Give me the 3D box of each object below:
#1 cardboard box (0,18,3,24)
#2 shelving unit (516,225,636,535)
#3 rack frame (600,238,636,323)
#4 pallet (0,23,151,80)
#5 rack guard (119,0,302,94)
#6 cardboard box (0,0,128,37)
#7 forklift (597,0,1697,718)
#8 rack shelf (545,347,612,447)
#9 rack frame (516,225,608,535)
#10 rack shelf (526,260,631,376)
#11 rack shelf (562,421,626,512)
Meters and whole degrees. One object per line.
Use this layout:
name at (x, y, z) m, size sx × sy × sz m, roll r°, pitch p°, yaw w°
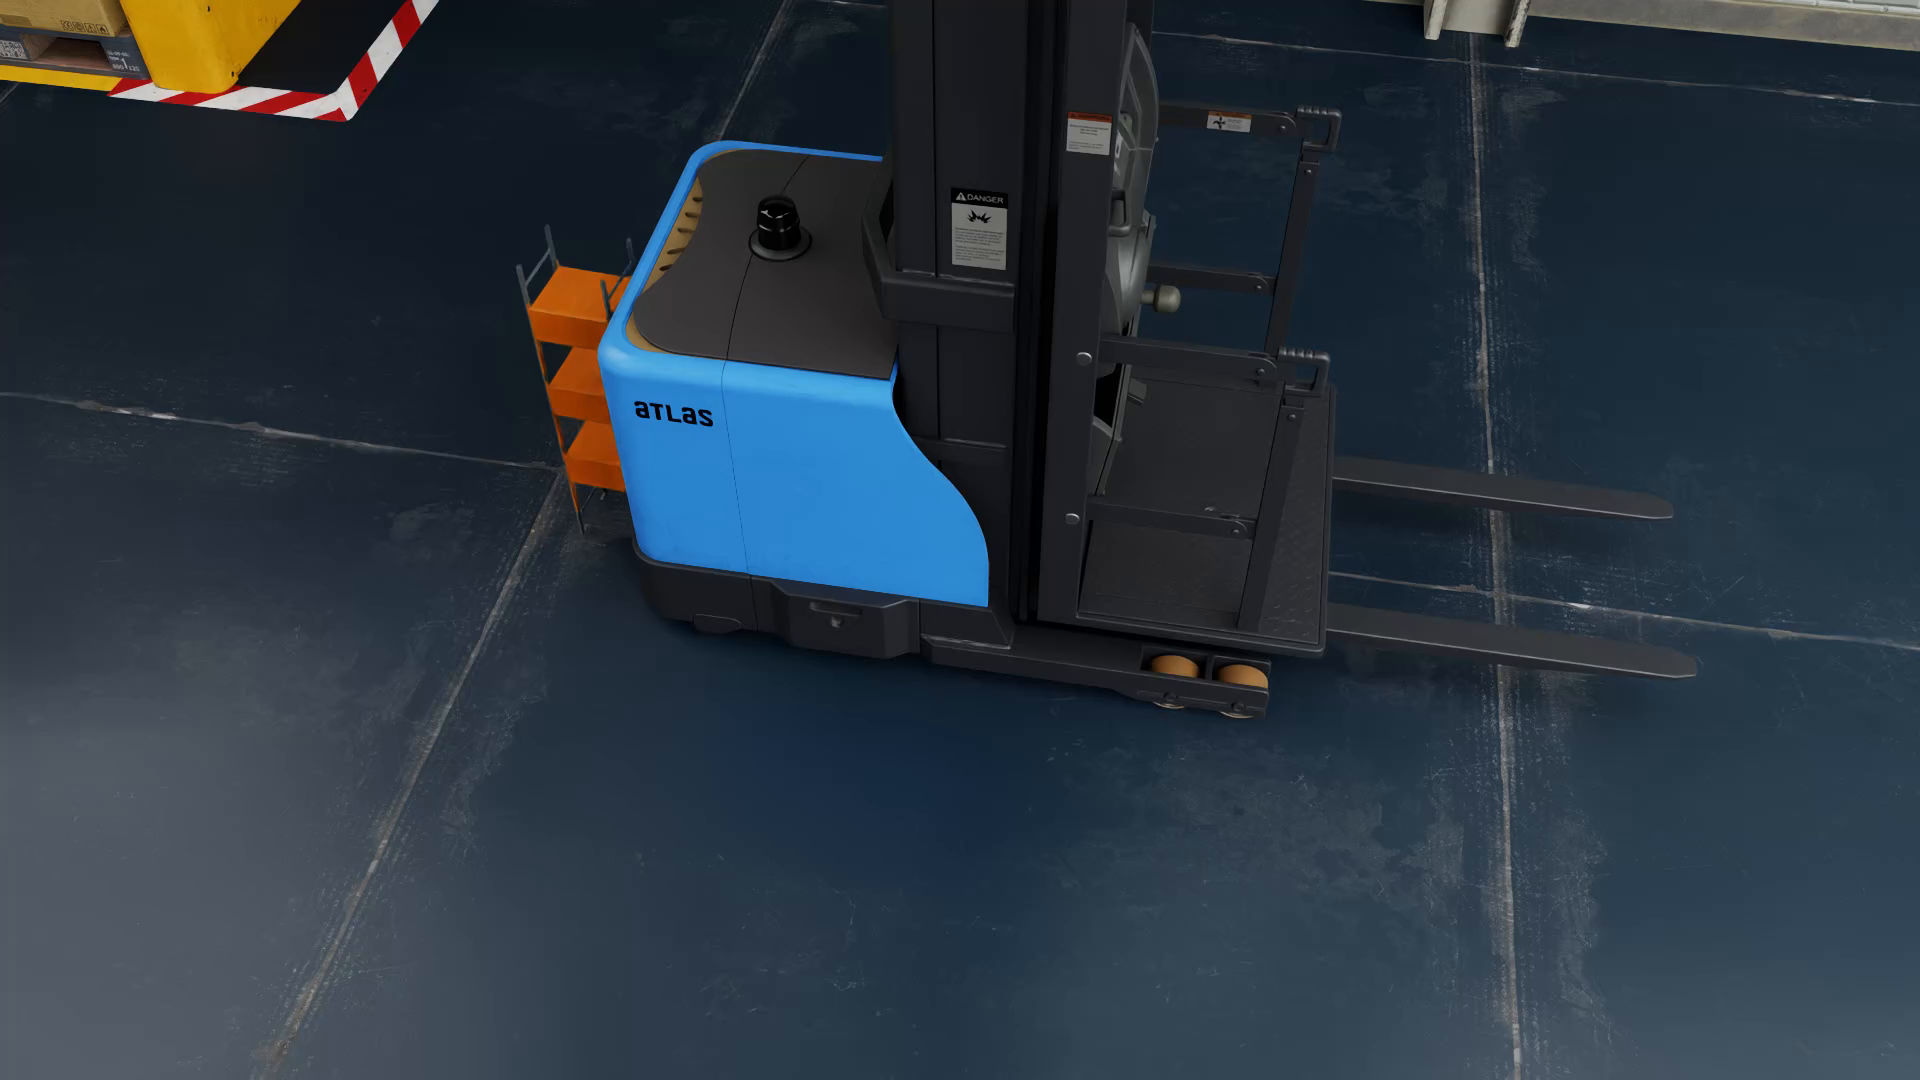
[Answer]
cardboard box at (-4.152, -2.428, 6.982) m, size 0.500 × 0.250 × 0.500 m, roll 8°, pitch 49°, yaw 7°
shelving unit at (-1.053, -0.424, 4.921) m, size 0.252 × 1.050 × 0.215 m, roll 11°, pitch 48°, yaw 10°
rack frame at (-0.935, -0.402, 4.900) m, size 0.008 × 1.050 × 0.200 m, roll 11°, pitch 48°, yaw 10°
pallet at (-3.905, -2.442, 7.302) m, size 1.213 × 0.211 × 1.003 m, roll 8°, pitch 49°, yaw 7°
rack guard at (-3.122, -2.465, 7.129) m, size 0.348 × 0.500 × 1.175 m, roll 8°, pitch 49°, yaw 7°
cardboard box at (-3.664, -2.356, 6.916) m, size 0.500 × 0.250 × 0.500 m, roll 8°, pitch 49°, yaw 7°
forklift at (0.614, -0.897, 4.086) m, size 3.031 × 2.935 × 1.130 m, roll 8°, pitch 49°, yaw 7°
rack shelf at (-1.053, -0.417, 4.929) m, size 0.240 × 0.259 × 0.215 m, roll 11°, pitch 48°, yaw 10°
rack frame at (-1.171, -0.447, 4.943) m, size 0.008 × 1.050 × 0.200 m, roll 11°, pitch 48°, yaw 10°
rack shelf at (-1.053, -0.611, 4.722) m, size 0.240 × 0.259 × 0.215 m, roll 11°, pitch 48°, yaw 10°
rack shelf at (-1.053, -0.227, 5.132) m, size 0.240 × 0.259 × 0.215 m, roll 11°, pitch 48°, yaw 10°
